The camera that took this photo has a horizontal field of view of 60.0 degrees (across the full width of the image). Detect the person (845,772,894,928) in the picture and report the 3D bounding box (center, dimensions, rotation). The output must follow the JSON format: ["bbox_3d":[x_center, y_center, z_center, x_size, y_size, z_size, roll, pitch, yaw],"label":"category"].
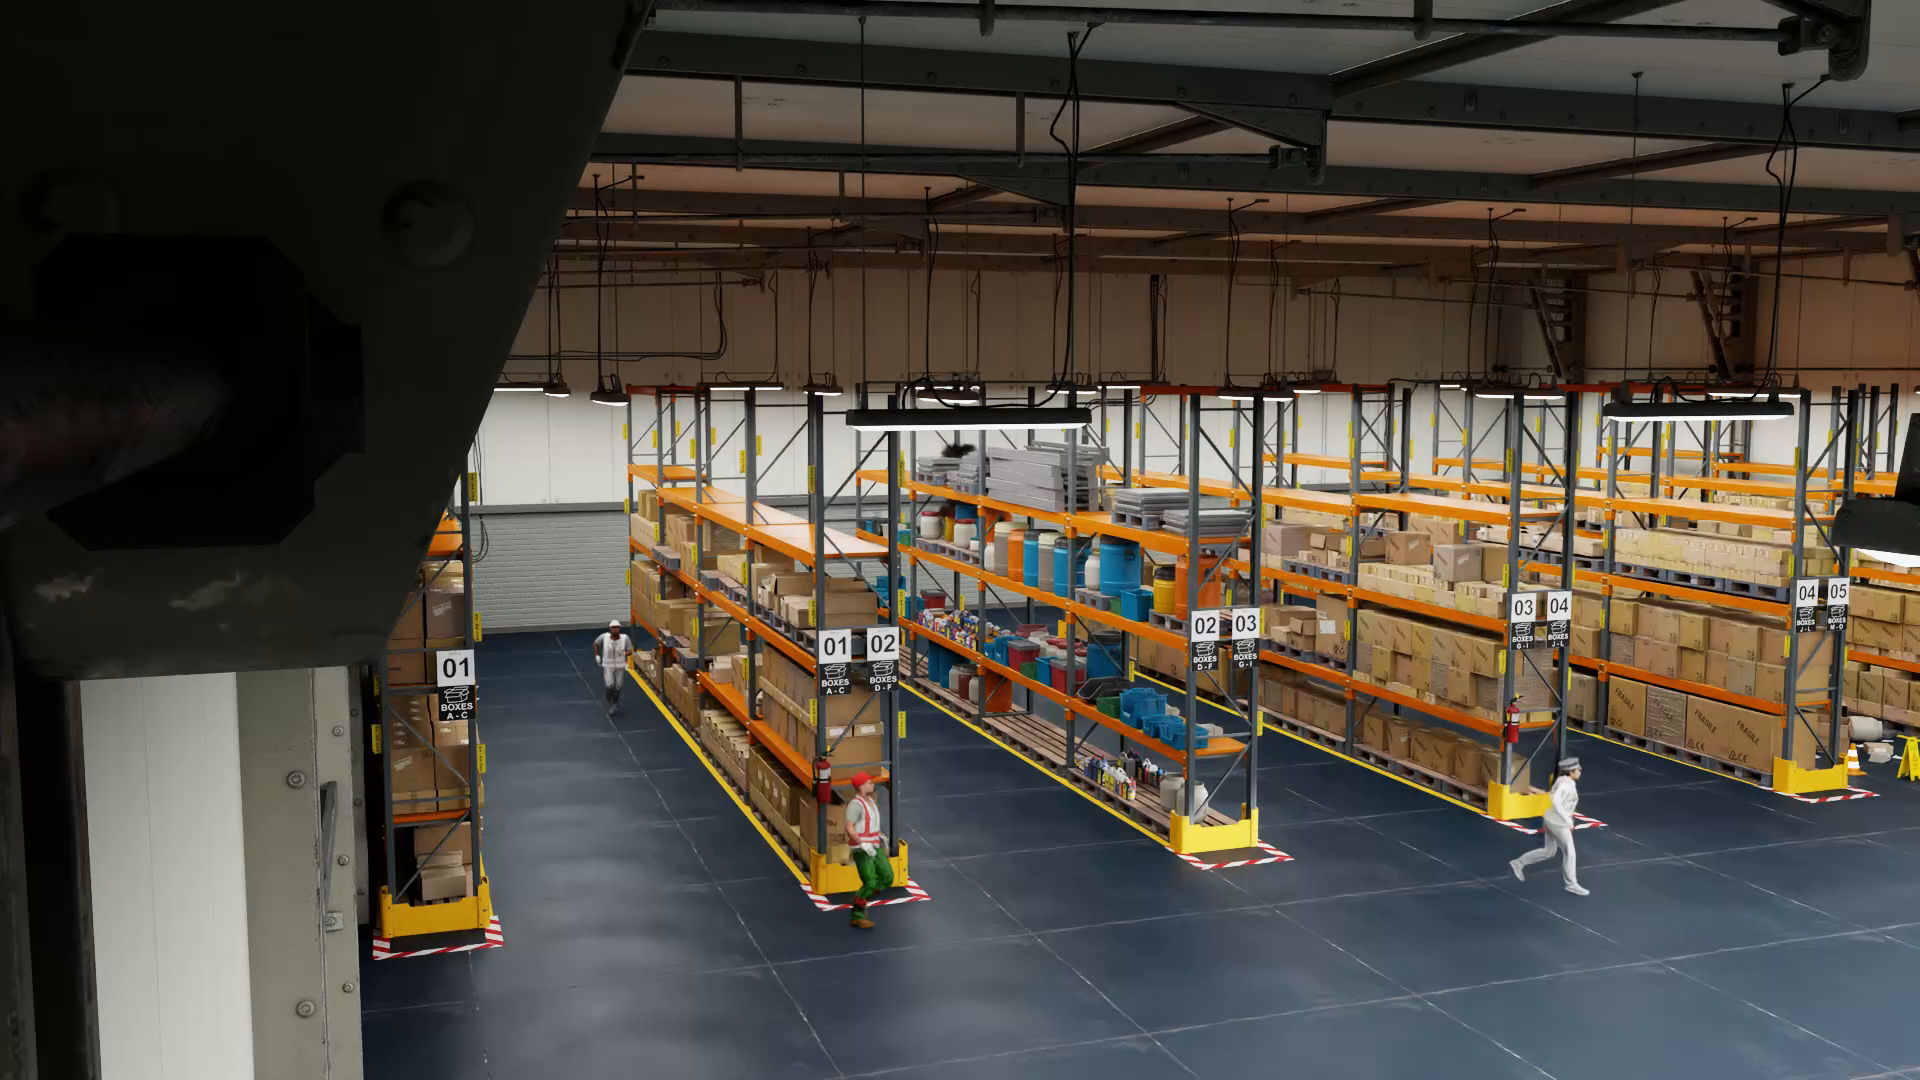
[{"bbox_3d":[-1.017,3.520,18.951,0.535,1.726,0.712,3,7,25],"label":"person"}]

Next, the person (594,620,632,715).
[{"bbox_3d":[-6.312,2.320,30.337,0.662,1.742,0.766,-2,6,-19],"label":"person"}]

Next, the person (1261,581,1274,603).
[{"bbox_3d":[6.717,1.783,35.551,0.685,1.826,0.776,-3,7,-26],"label":"person"}]

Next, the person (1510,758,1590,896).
[{"bbox_3d":[7.127,3.434,20.031,0.931,1.674,0.620,2,6,15],"label":"person"}]
